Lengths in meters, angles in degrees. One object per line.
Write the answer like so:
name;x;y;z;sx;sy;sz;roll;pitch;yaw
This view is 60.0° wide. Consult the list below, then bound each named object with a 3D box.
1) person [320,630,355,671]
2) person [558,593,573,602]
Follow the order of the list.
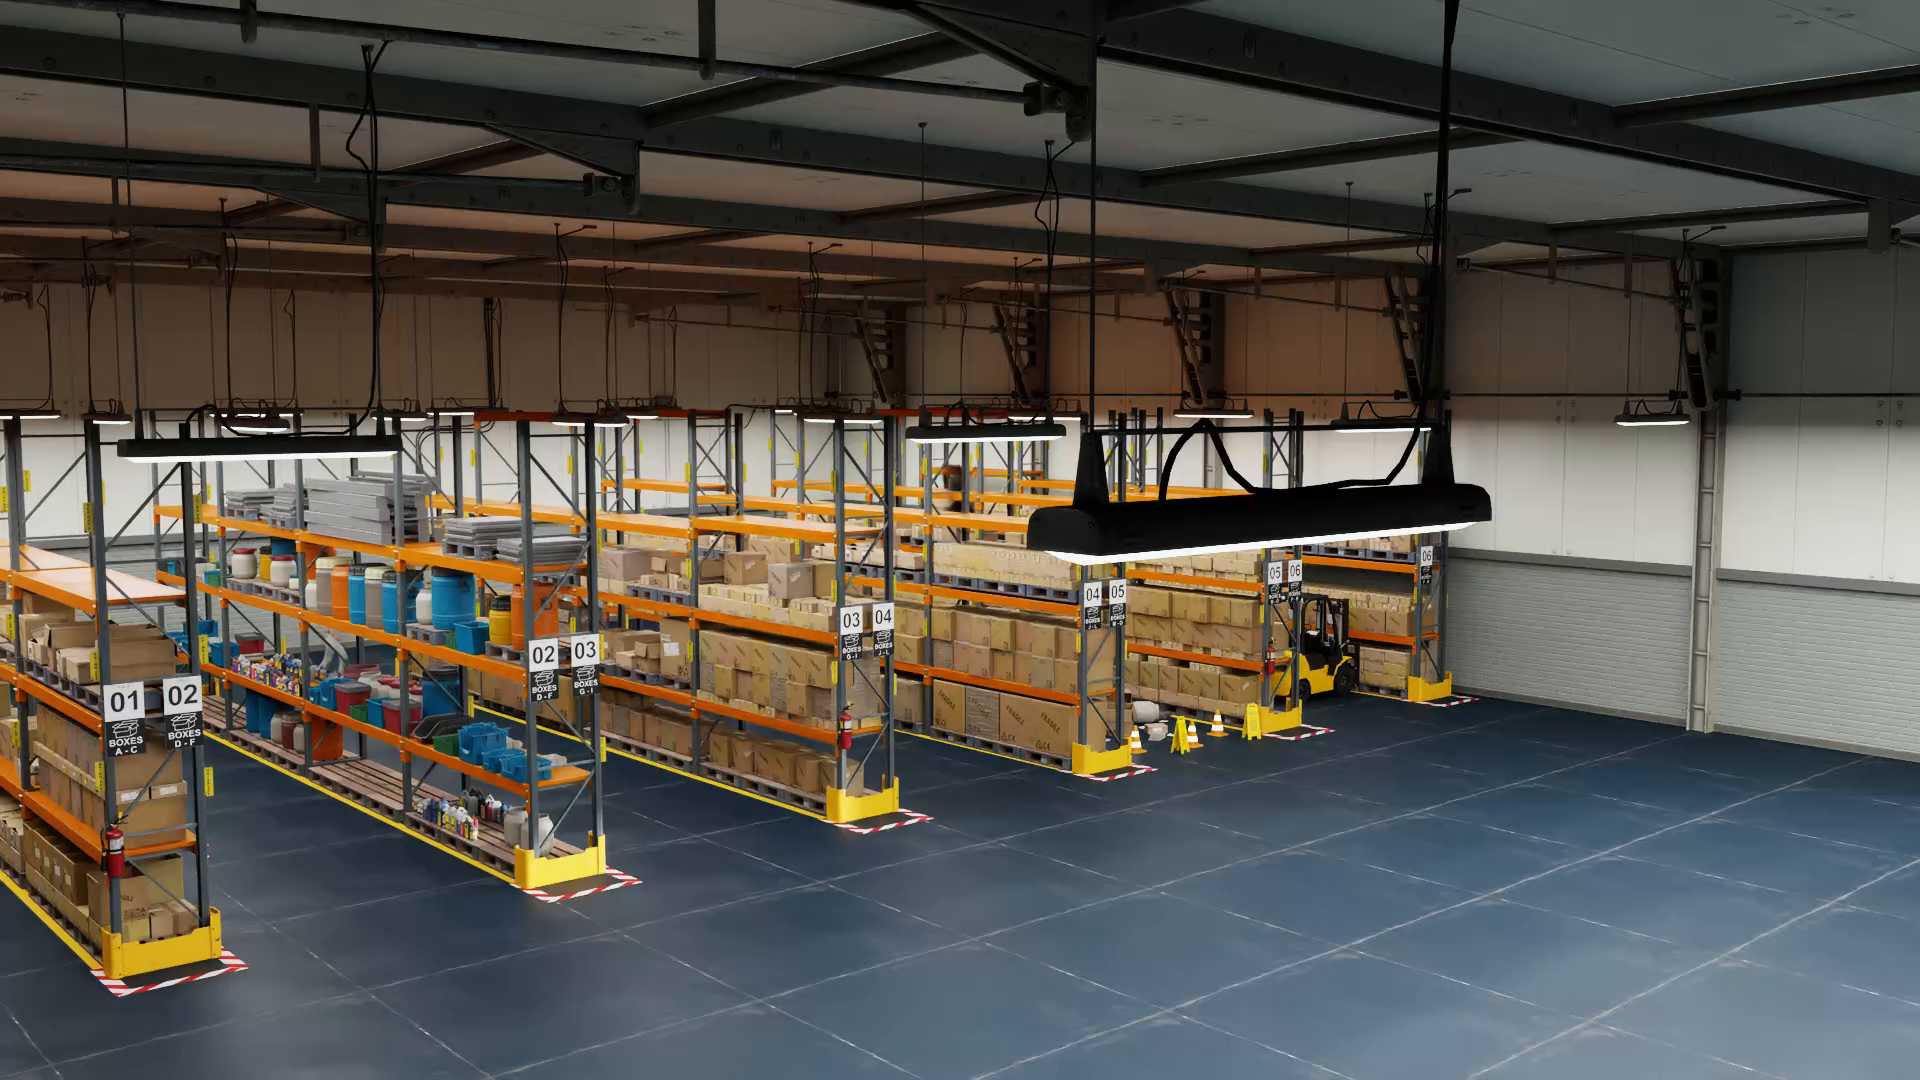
person;-13.785;2.329;36.765;0.927;1.590;0.559;-2;5;-24
person;-9.358;2.006;39.278;0.820;1.745;0.676;4;6;38
